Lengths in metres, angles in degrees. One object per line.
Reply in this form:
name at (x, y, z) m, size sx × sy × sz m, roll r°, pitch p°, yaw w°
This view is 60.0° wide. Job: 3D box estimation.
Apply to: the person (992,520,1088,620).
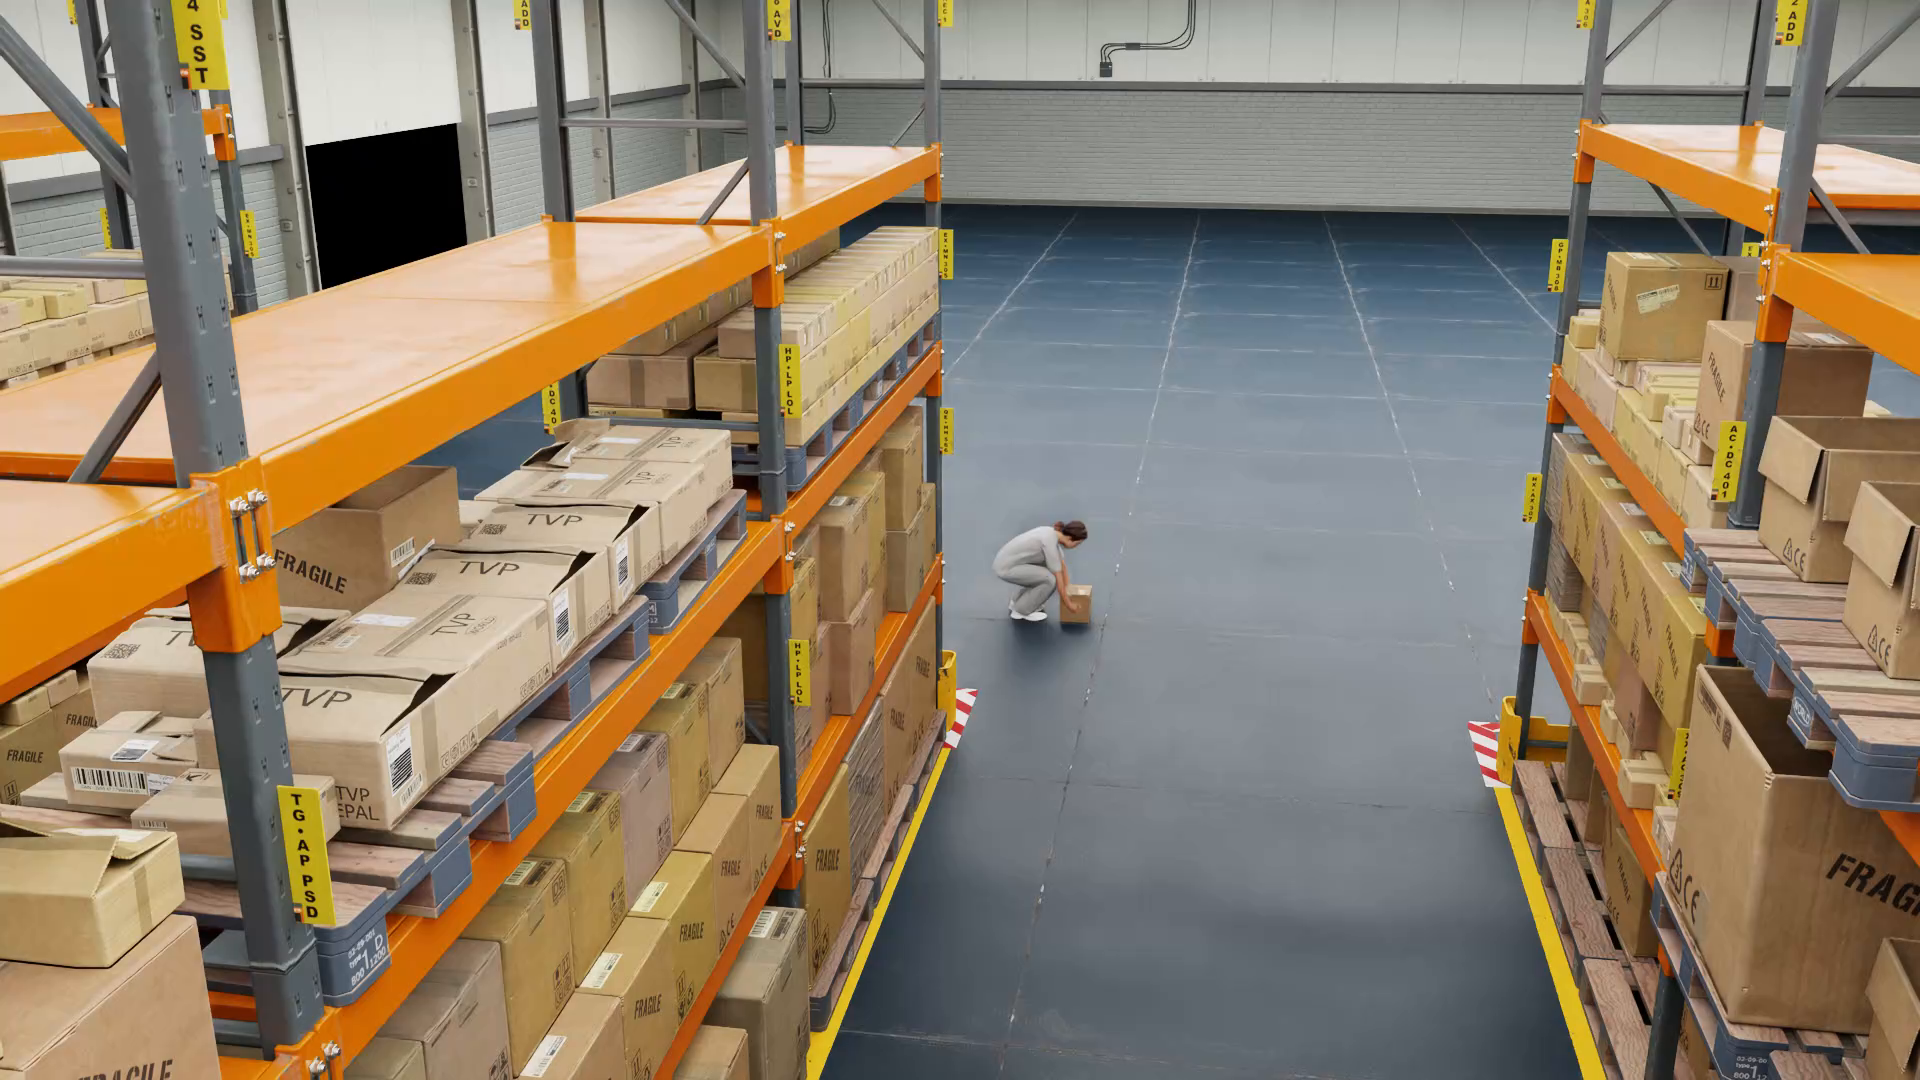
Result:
person at (0.676, 0.239, 14.120) m, size 0.800 × 0.843 × 0.472 m, roll 3°, pitch 18°, yaw 9°
